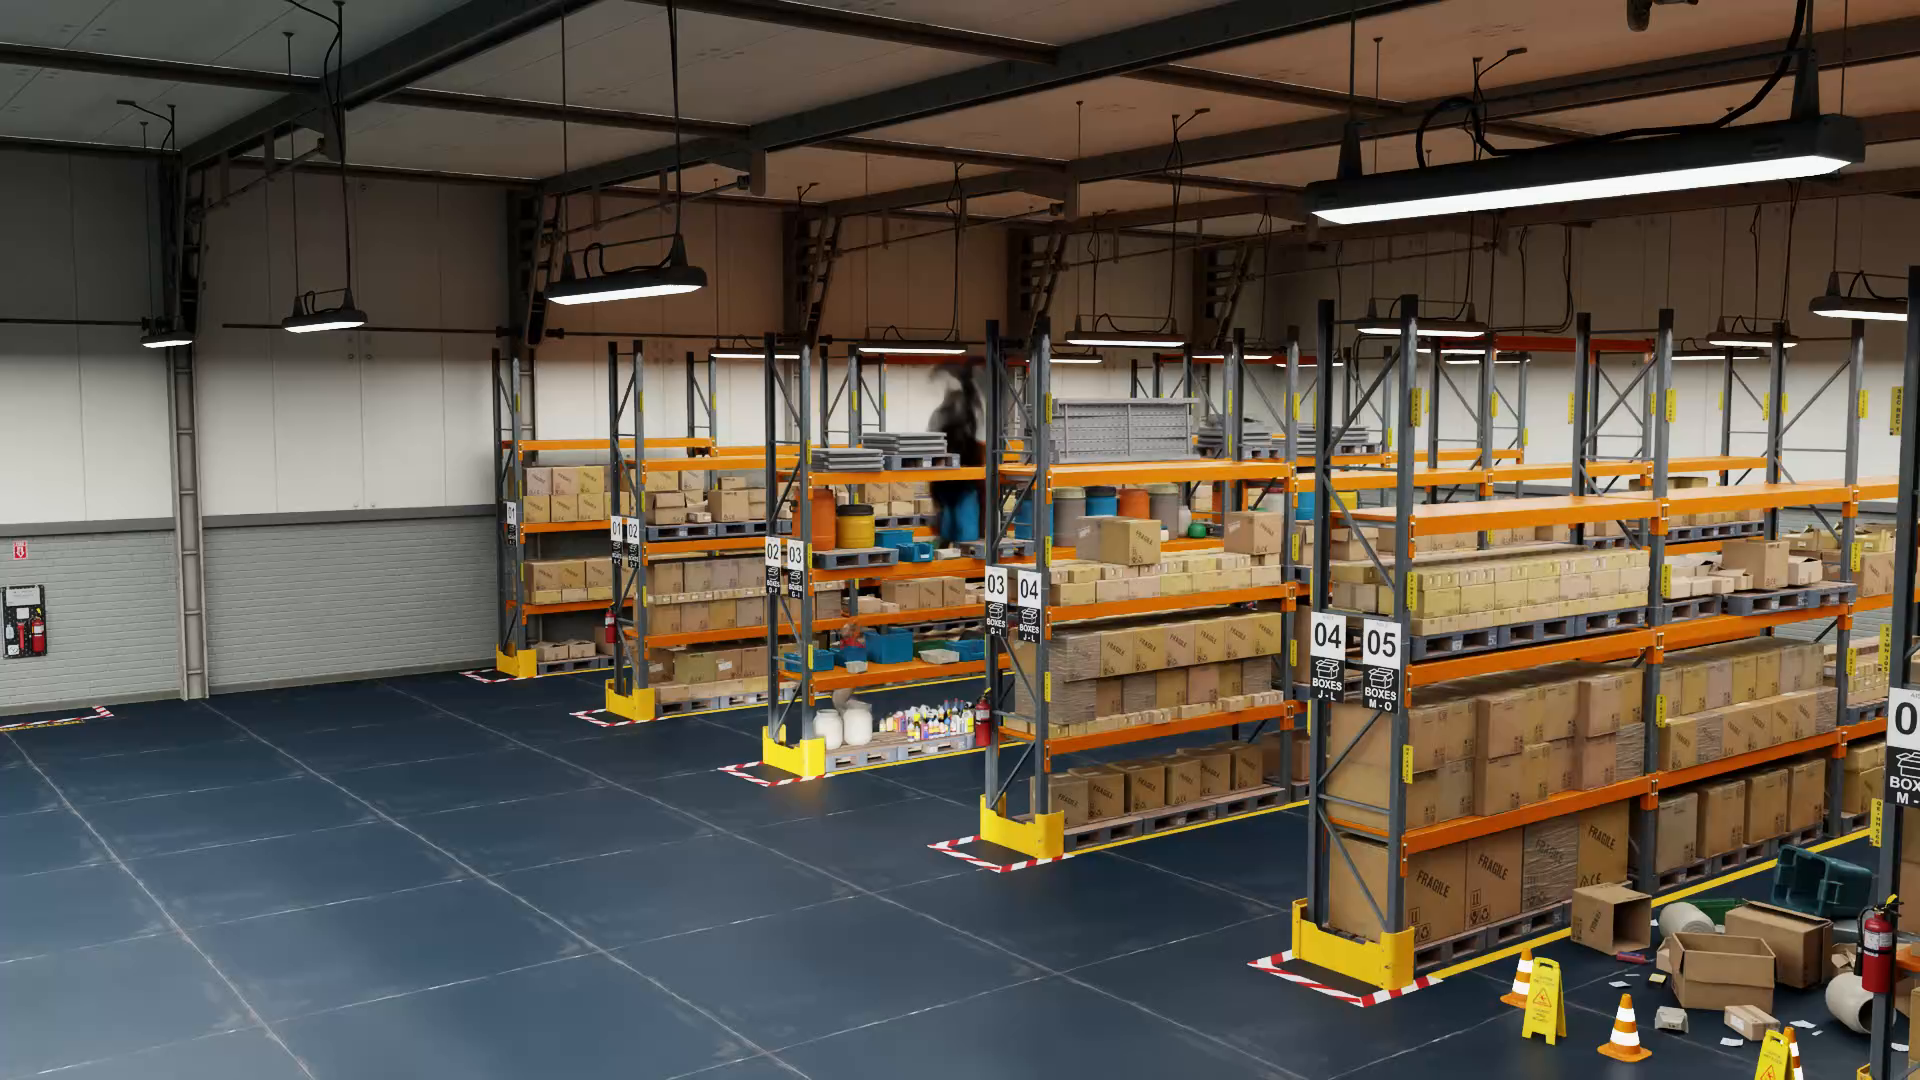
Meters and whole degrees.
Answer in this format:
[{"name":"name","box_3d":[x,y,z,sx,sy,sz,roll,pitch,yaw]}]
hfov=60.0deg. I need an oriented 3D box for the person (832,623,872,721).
[{"name":"person","box_3d":[-1.685,2.104,25.439,0.603,1.688,0.665,-3,6,-30]}]
